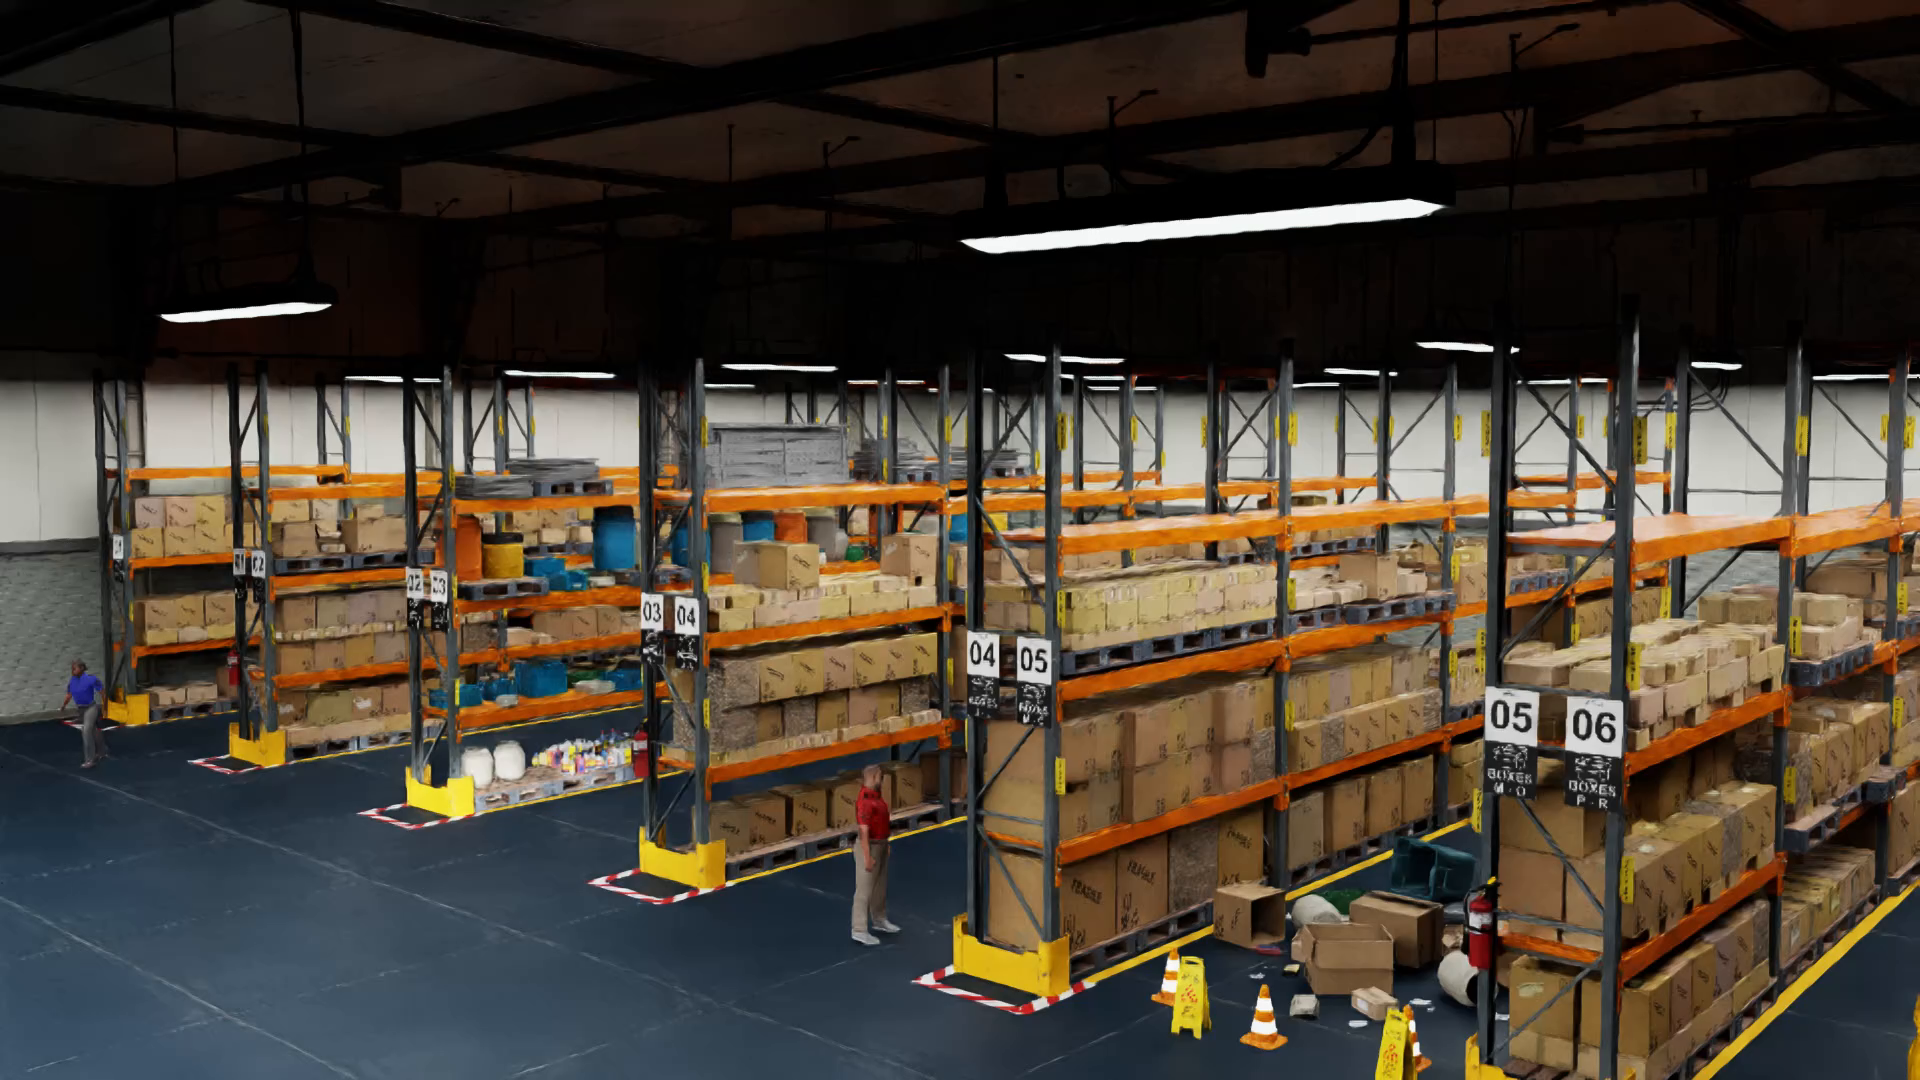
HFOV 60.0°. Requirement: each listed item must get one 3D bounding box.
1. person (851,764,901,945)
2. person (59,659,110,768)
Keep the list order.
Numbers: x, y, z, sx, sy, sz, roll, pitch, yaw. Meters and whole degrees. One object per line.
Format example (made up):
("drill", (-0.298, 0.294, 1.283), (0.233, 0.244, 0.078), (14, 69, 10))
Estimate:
("person", (-0.831, 3.077, 16.469), (0.449, 1.737, 0.595), (1, 4, 10))
("person", (-12.954, 2.539, 24.764), (0.612, 1.588, 0.825), (2, 5, 24))
